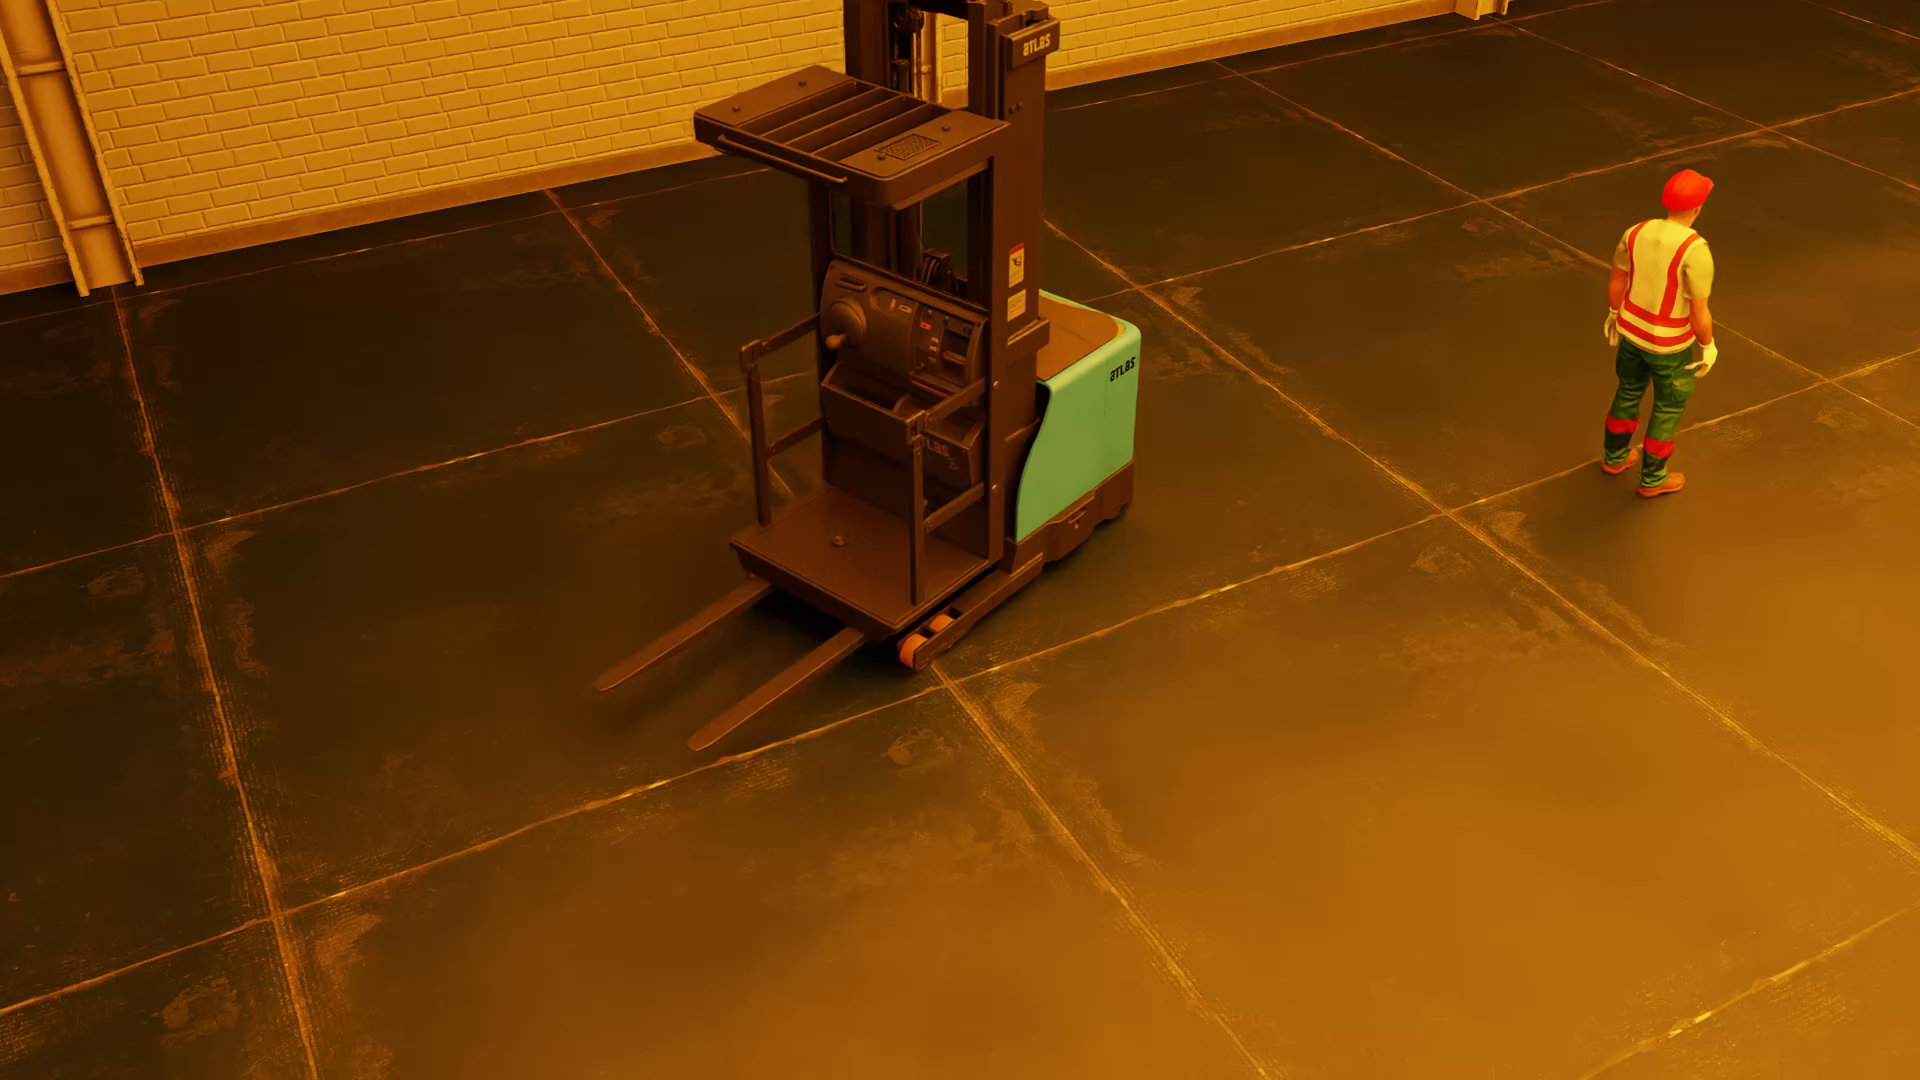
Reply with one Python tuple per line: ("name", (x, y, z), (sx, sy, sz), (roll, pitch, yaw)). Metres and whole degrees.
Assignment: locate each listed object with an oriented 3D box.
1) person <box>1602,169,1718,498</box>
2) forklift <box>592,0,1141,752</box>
("person", (3.654, -1.068, 8.633), (0.478, 1.802, 0.633), (-19, 39, -24))
("forklift", (-0.405, -0.916, 7.419), (1.130, 2.935, 3.031), (26, 43, 31))
